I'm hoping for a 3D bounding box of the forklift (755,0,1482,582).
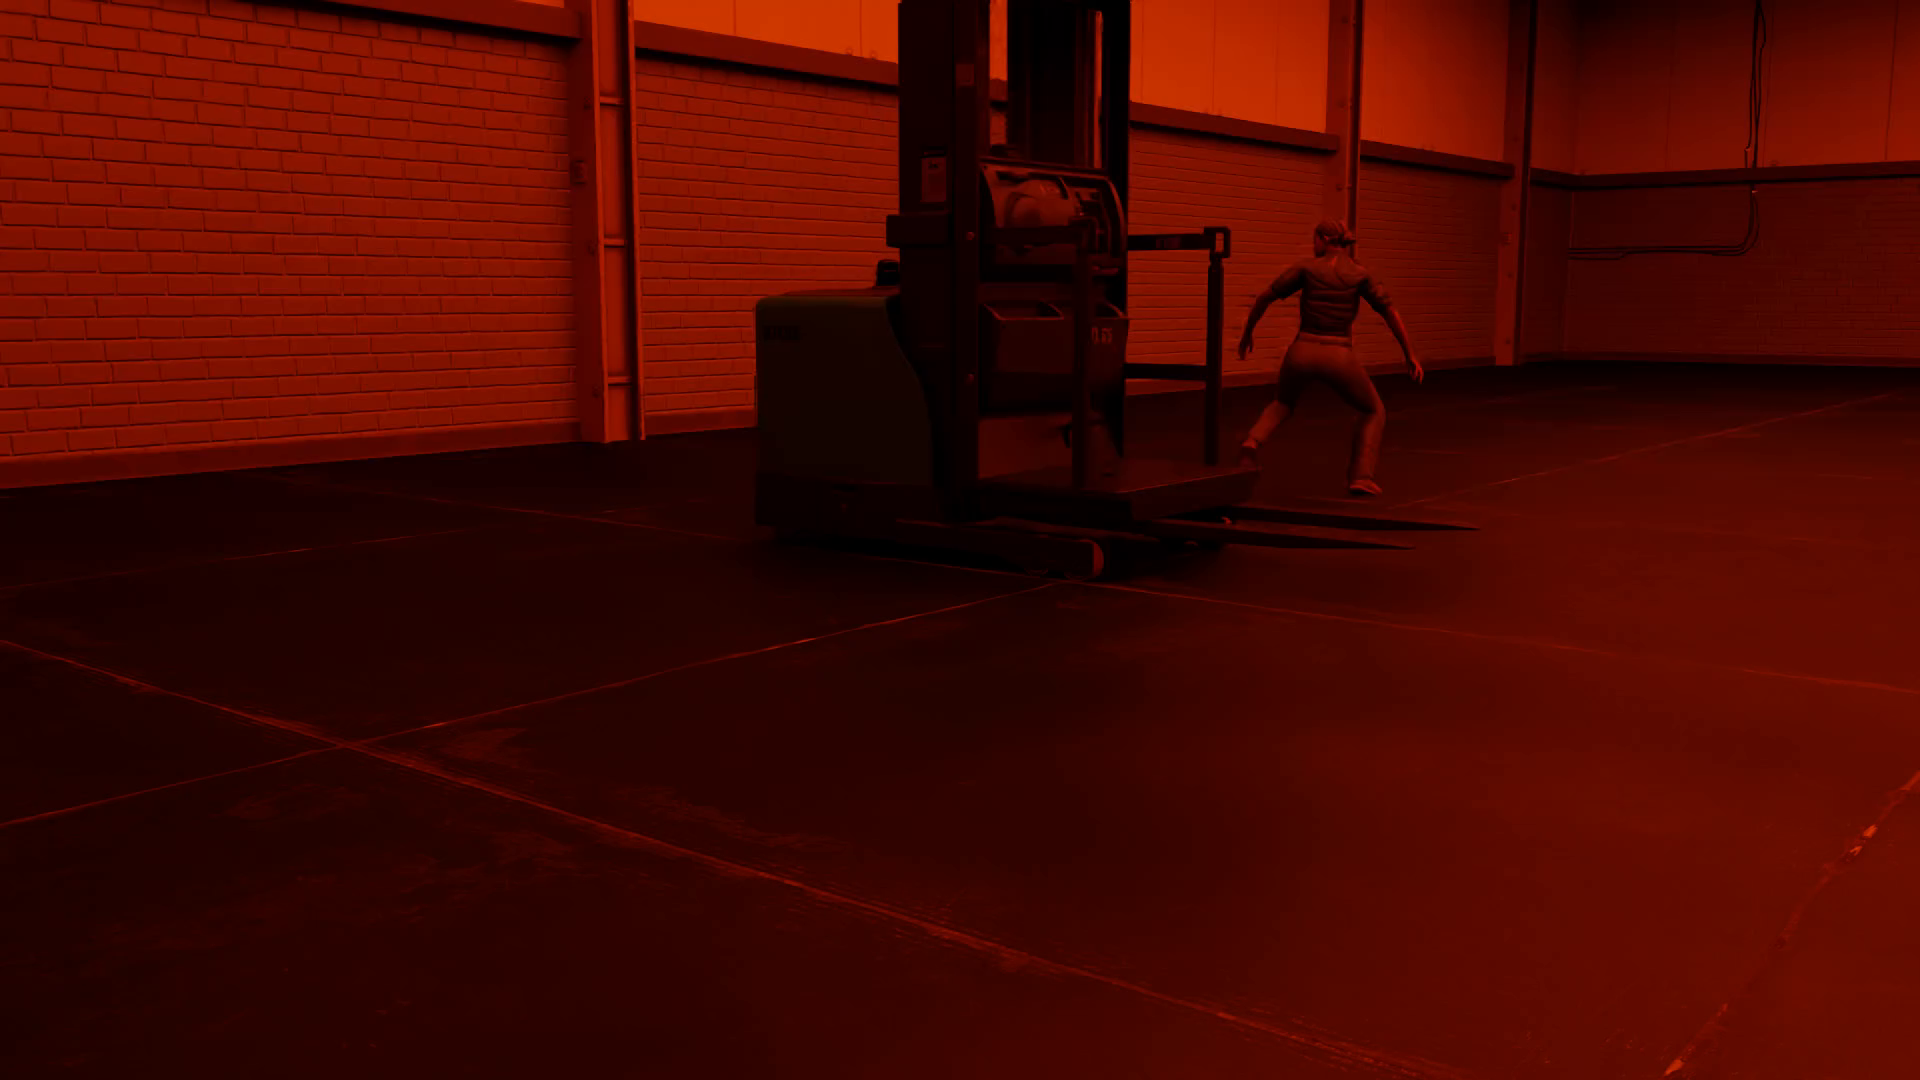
[{"bbox_3d":[0.557,-1.377,6.693,3.031,2.935,1.130,7,11,38],"label":"forklift"}]

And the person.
[{"bbox_3d":[2.027,-0.995,9.129,0.995,1.545,0.486,4,9,23],"label":"person"}]
